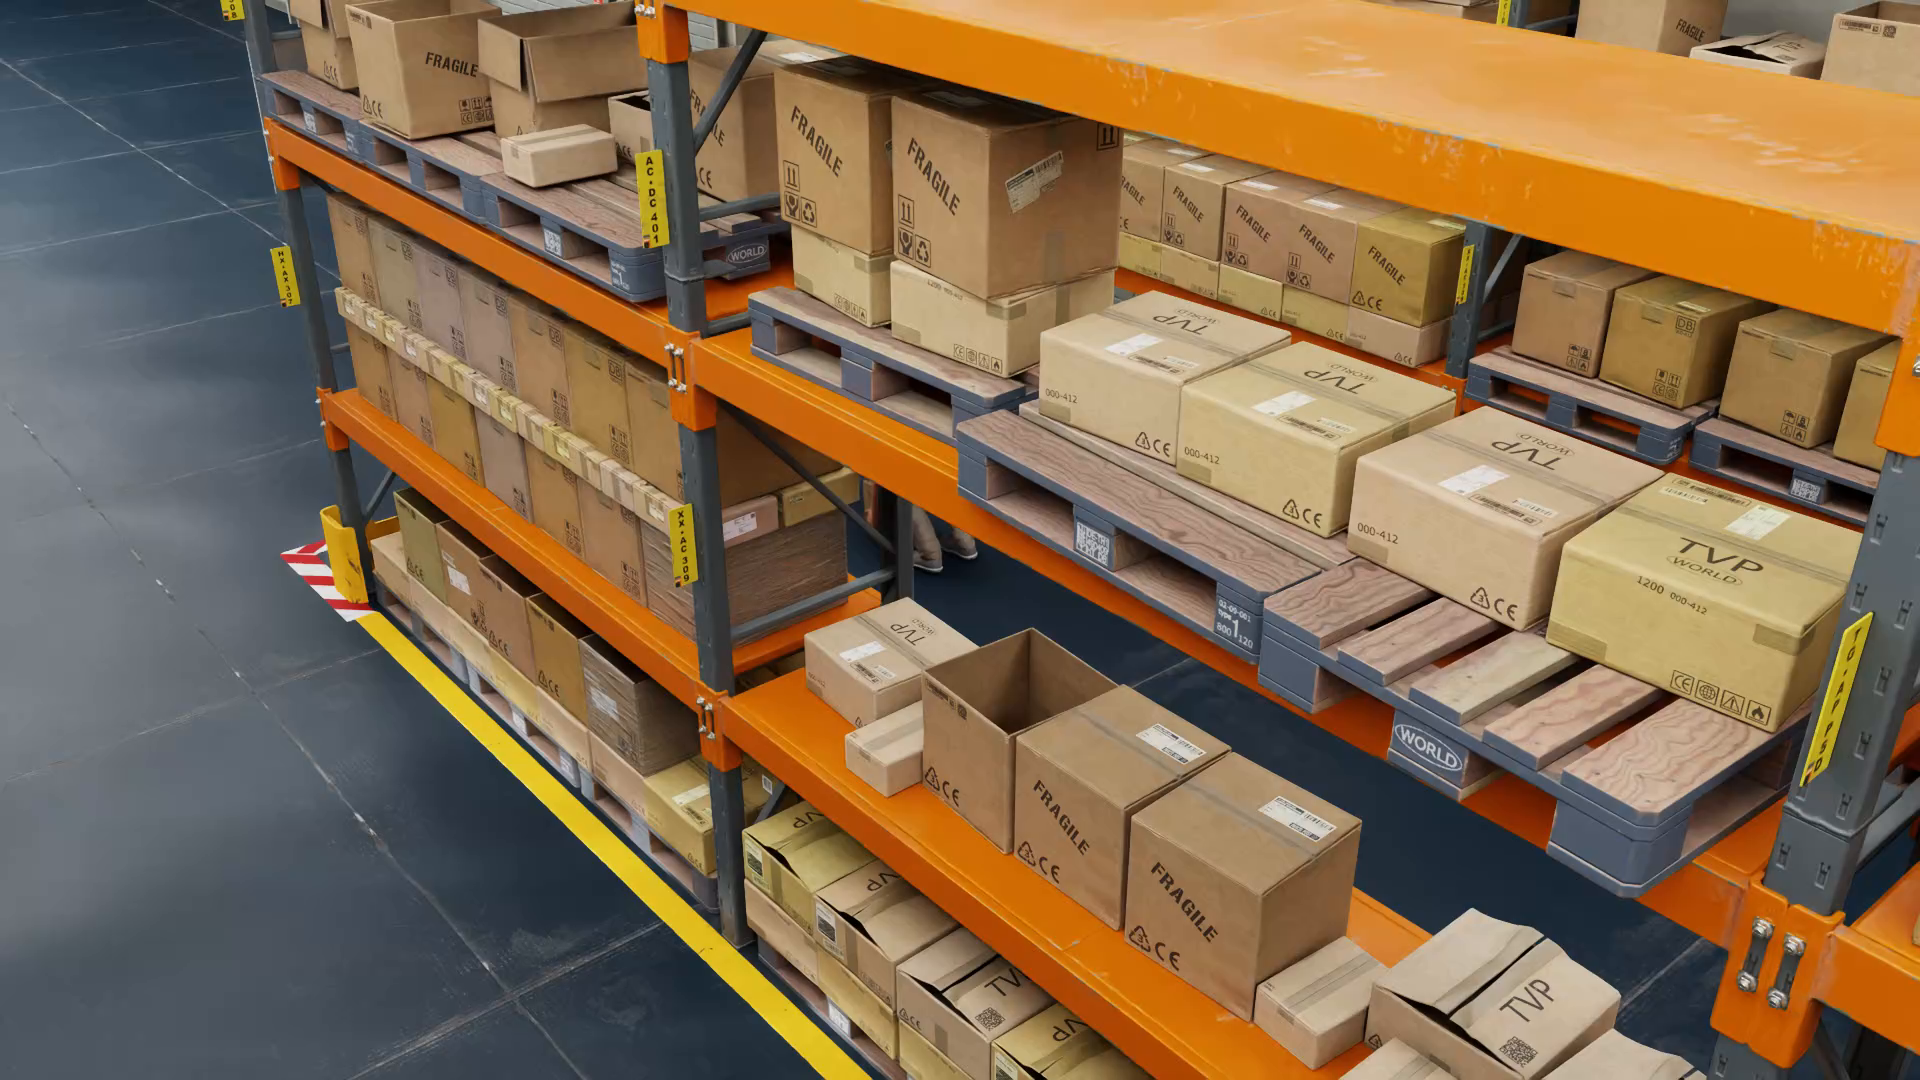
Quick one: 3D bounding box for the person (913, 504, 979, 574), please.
[{"bbox_3d":[-0.120,-0.633,9.829,0.601,1.726,0.400,-24,36,-38],"label":"person"}]
